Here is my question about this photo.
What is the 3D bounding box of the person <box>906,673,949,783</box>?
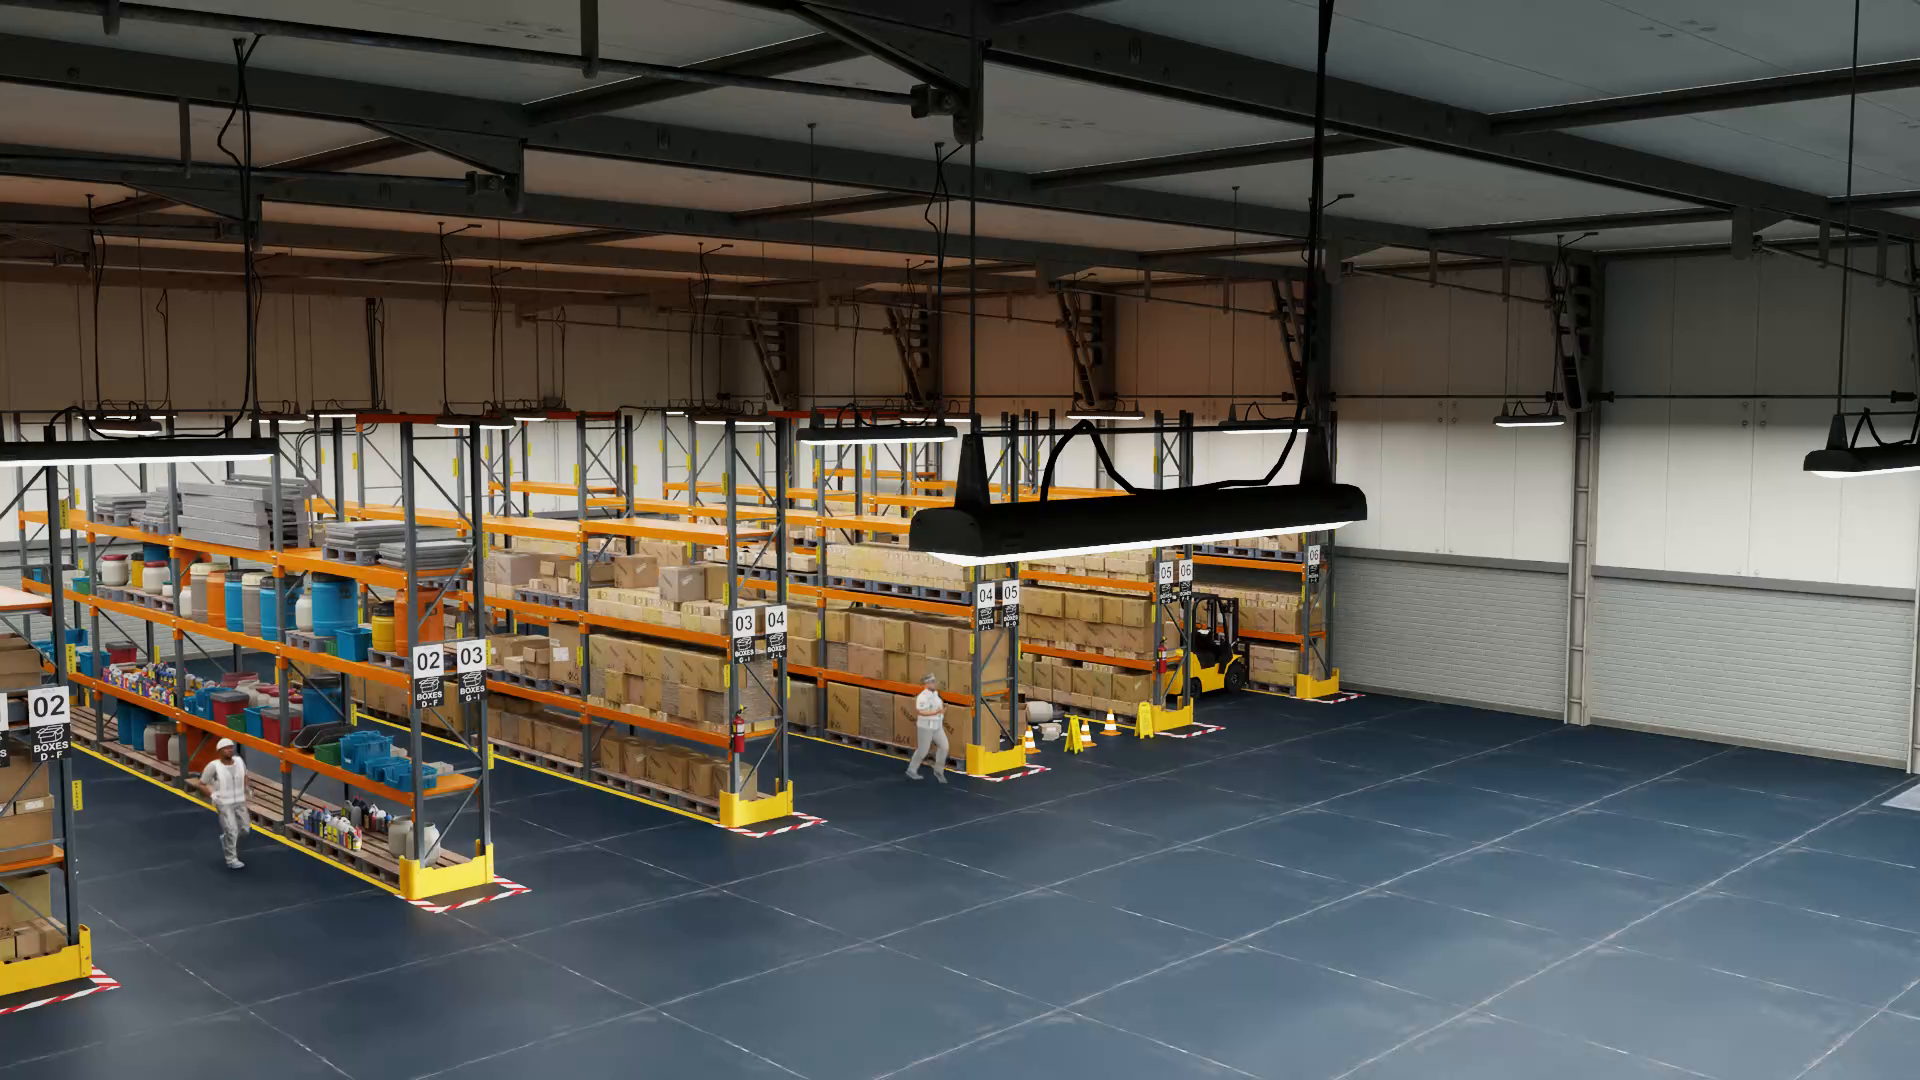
[{"bbox_3d":[-0.506,3.098,27.213,0.742,1.876,0.643,3,6,33],"label":"person"}]

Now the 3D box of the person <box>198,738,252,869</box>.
[{"bbox_3d":[-9.854,3.524,22.354,0.667,1.735,0.685,4,6,36],"label":"person"}]
